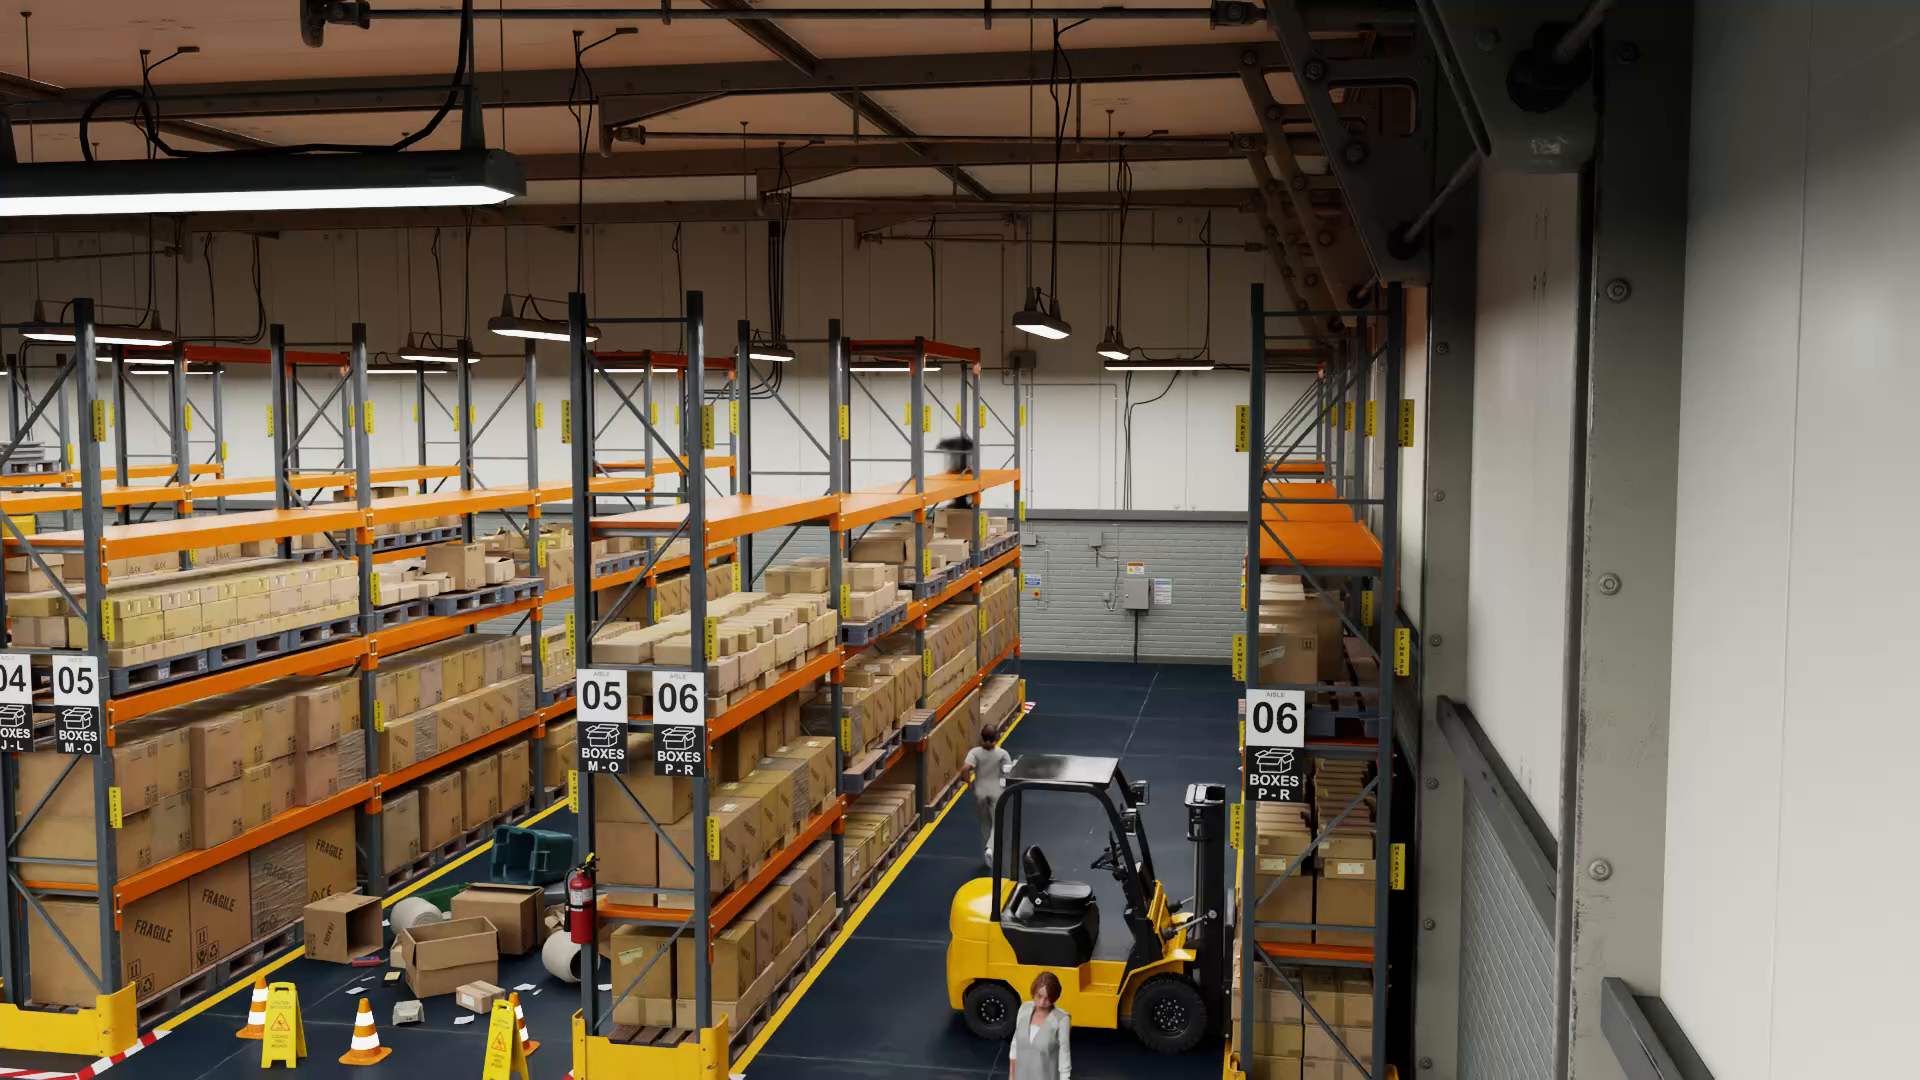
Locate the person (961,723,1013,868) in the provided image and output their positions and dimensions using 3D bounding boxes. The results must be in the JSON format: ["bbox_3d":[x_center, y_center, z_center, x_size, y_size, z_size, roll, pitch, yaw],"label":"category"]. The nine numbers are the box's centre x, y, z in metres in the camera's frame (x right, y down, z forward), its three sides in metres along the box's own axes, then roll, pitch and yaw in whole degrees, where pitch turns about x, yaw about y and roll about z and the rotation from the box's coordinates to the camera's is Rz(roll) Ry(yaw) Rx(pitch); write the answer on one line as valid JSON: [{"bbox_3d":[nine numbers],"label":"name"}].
[{"bbox_3d":[0.315,2.848,18.483,0.574,1.643,0.903,1,5,9],"label":"person"}]

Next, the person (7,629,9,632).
[{"bbox_3d":[-19.070,1.653,33.565,0.920,1.661,0.575,4,6,40],"label":"person"}]

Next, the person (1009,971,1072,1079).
[{"bbox_3d":[0.492,3.519,10.699,0.543,1.577,0.434,2,5,28],"label":"person"}]
